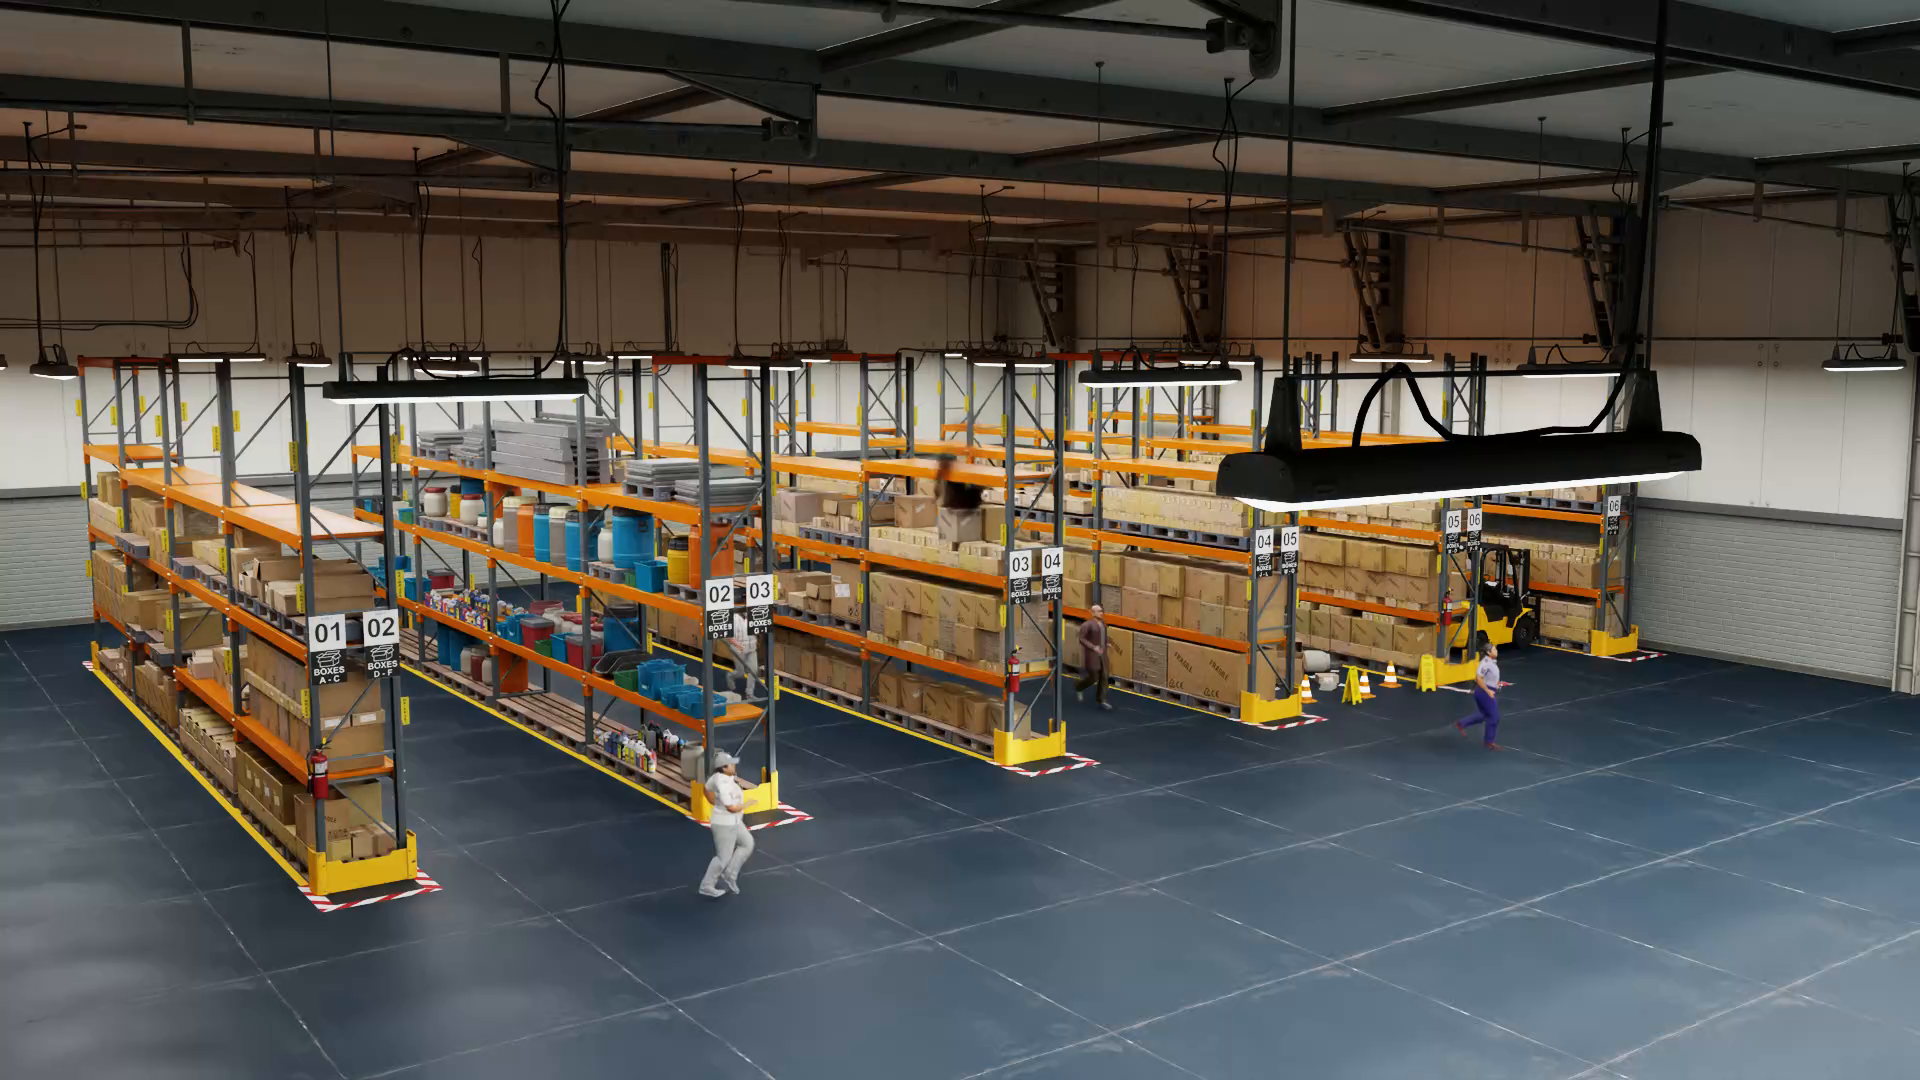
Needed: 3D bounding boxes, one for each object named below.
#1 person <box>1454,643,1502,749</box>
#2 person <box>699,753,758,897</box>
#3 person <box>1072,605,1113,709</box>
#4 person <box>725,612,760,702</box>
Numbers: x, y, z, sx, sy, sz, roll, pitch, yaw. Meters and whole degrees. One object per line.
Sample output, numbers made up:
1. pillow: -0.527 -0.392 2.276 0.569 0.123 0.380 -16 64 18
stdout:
1. person: 8.083 2.406 25.843 0.727 1.655 0.605 2 7 20
2. person: -2.627 3.237 18.846 0.687 1.685 0.578 -1 7 -8
3. person: 2.313 1.992 28.671 0.737 1.775 0.836 -6 9 -42
4. person: -3.811 1.934 29.277 0.673 1.771 0.829 -5 9 -38
